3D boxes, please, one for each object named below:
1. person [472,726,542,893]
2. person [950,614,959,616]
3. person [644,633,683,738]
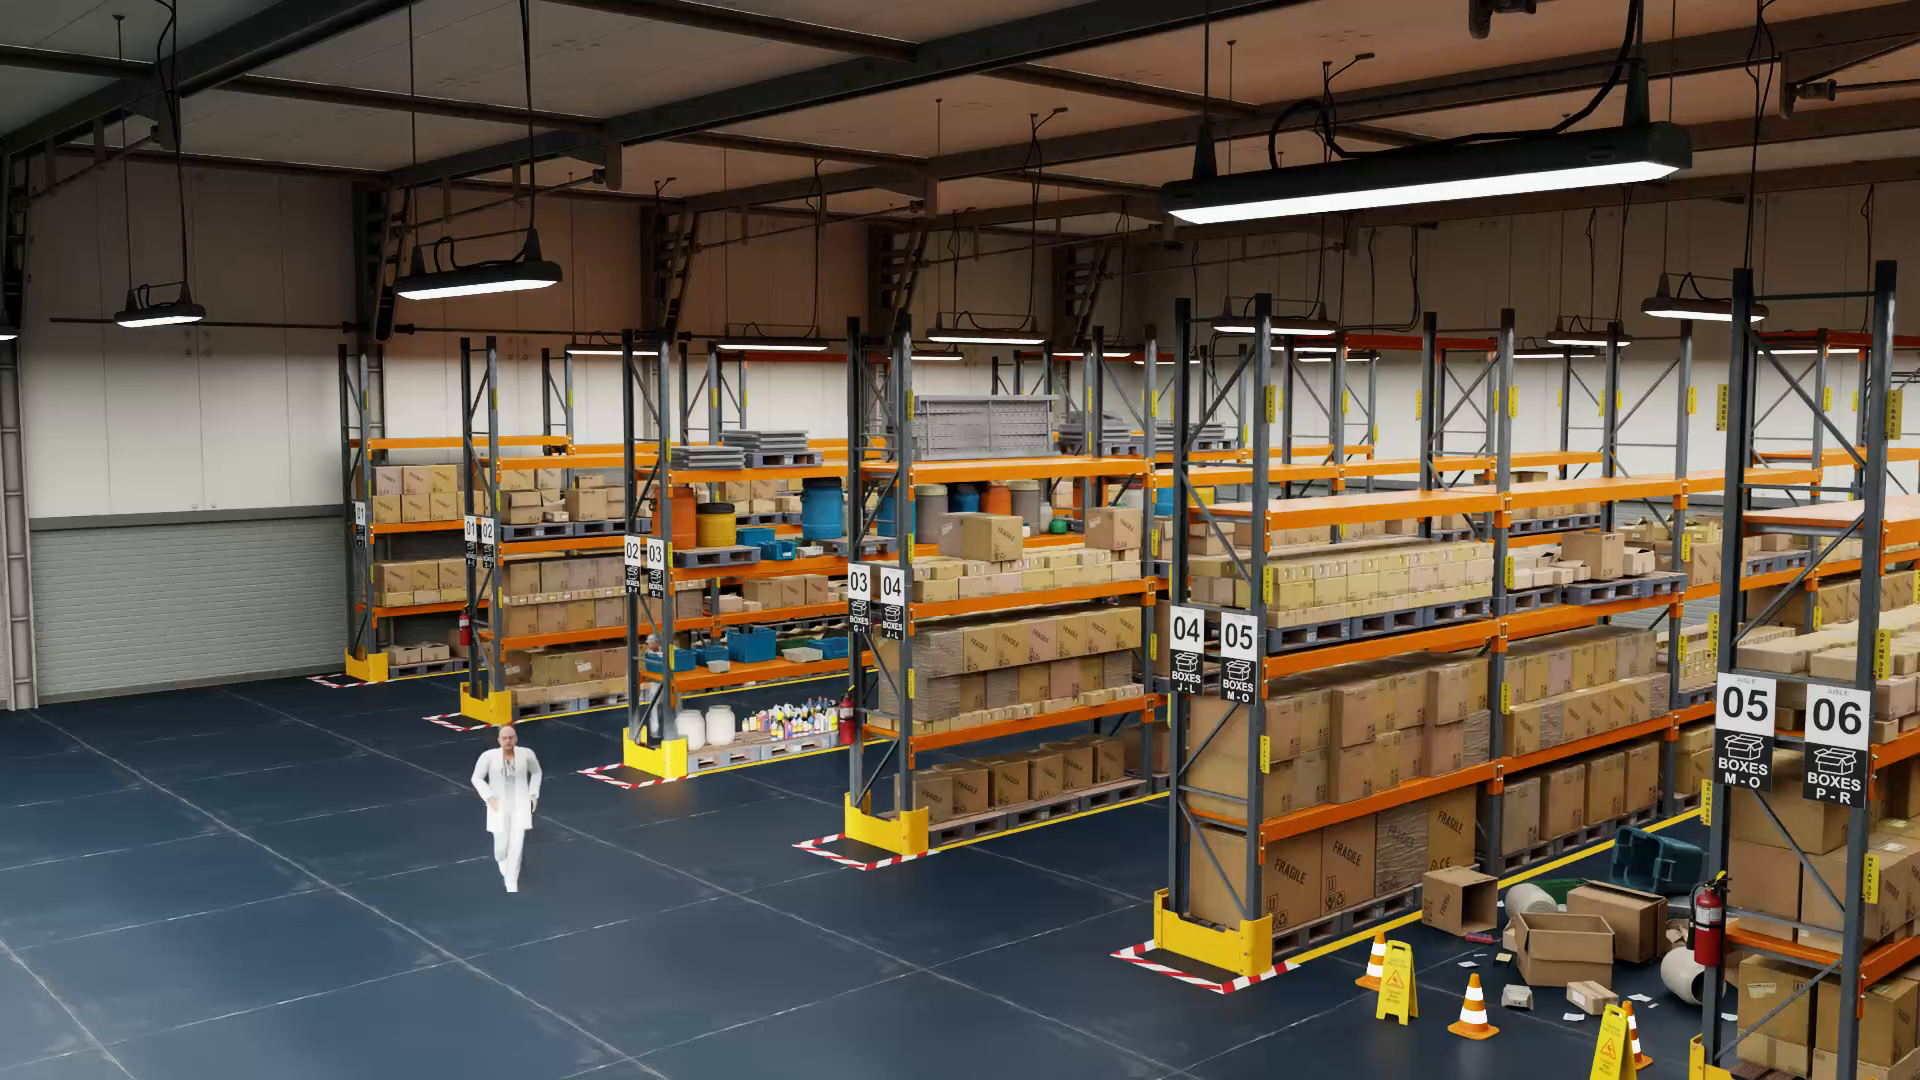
[{"bbox_3d":[-4.714,2.767,17.336,0.713,1.729,0.747,-2,5,-18],"label":"person"},{"bbox_3d":[-0.113,1.505,30.013,0.729,1.582,1.038,2,6,24],"label":"person"},{"bbox_3d":[-4.428,2.187,24.853,0.636,1.634,0.774,0,5,-3],"label":"person"}]
